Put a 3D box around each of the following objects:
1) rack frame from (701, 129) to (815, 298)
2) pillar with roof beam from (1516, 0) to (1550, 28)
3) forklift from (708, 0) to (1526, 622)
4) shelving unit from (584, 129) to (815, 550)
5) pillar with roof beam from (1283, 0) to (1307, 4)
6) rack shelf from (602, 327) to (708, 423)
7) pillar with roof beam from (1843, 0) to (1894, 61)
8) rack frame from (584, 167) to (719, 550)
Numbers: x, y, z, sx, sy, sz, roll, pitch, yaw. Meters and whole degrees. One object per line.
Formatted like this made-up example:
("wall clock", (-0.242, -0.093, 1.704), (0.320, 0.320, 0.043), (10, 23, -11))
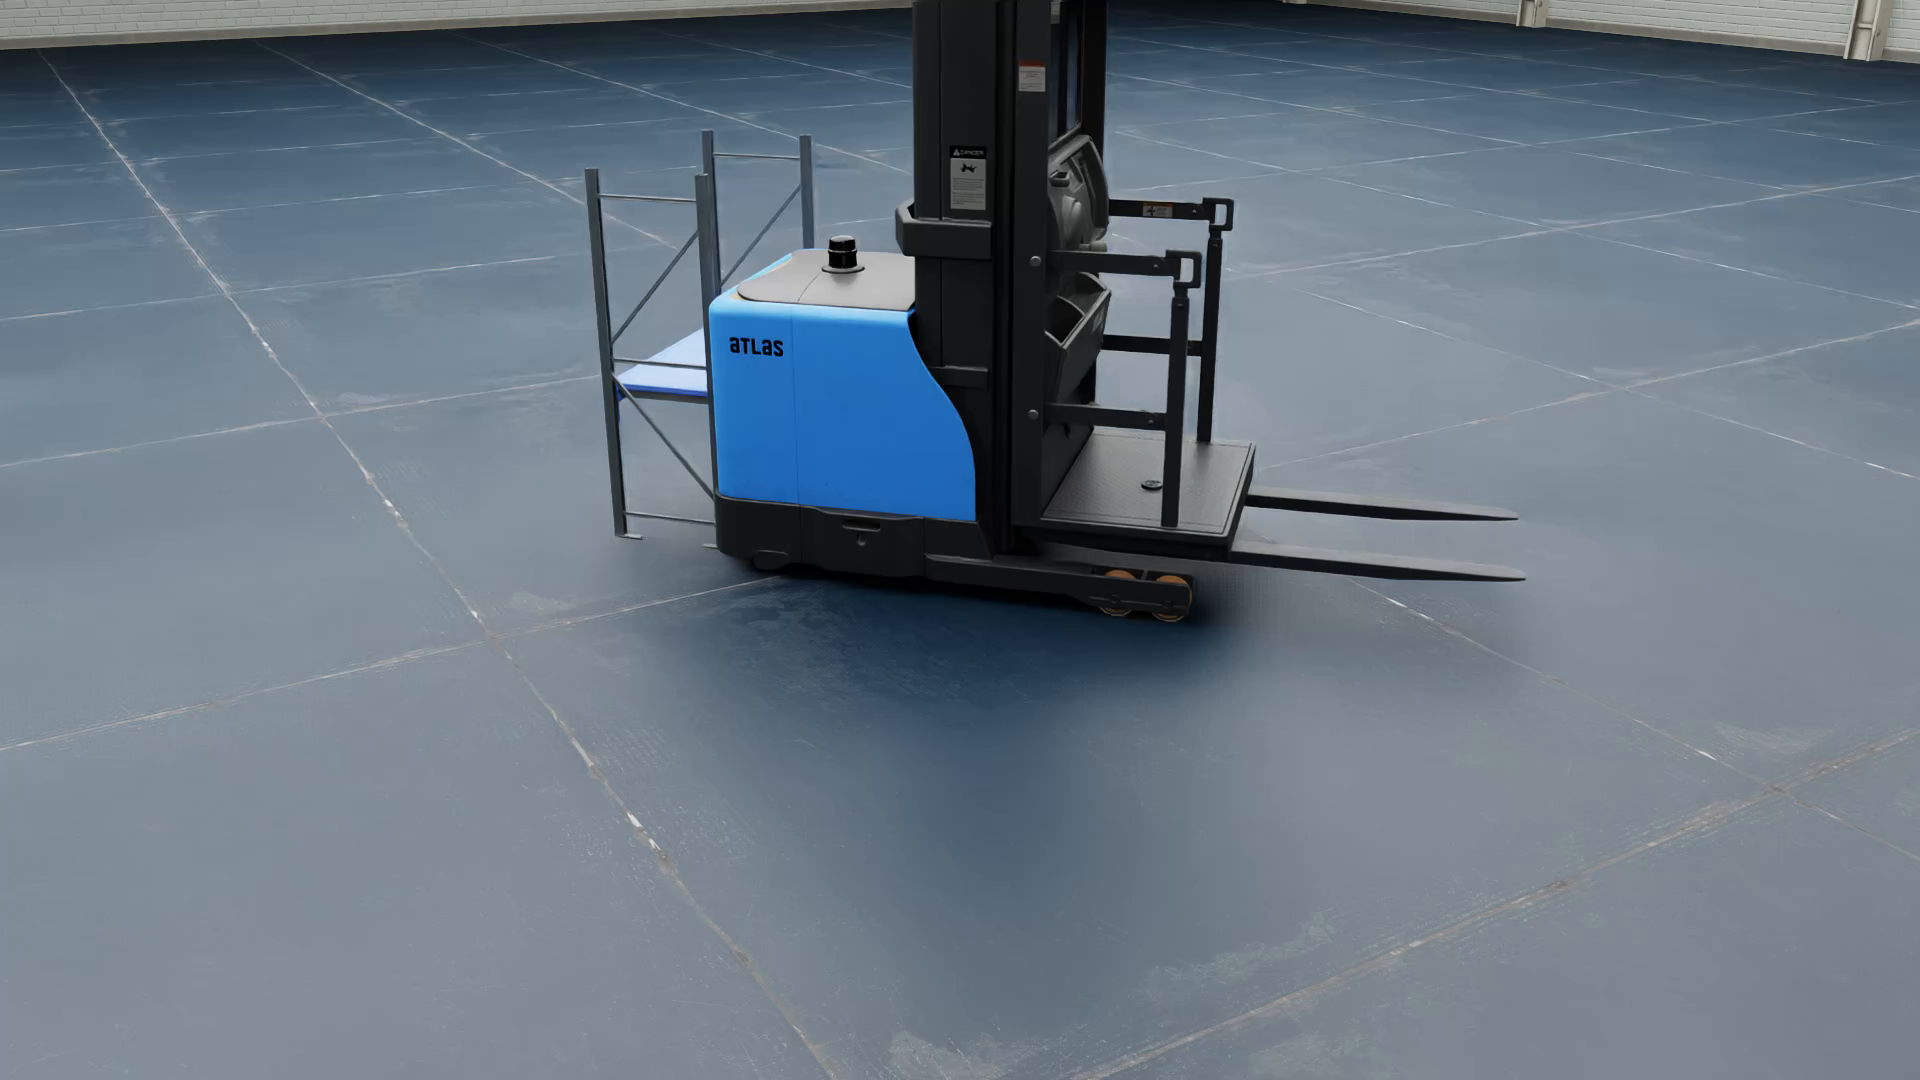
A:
("rack frame", (-0.875, -1.051, 7.406), (0.500, 1.500, 0.032), (7, 23, 16))
("pillar with roof beam", (6.047, -12.109, 24.651), (9.100, 9.000, 0.400), (-13, 25, -28))
("forklift", (0.623, -1.280, 6.069), (3.031, 2.935, 1.130), (6, 23, 14))
("shelving unit", (-1.026, -0.869, 6.957), (0.538, 1.500, 1.048), (7, 23, 16))
("pillar with roof beam", (2.982, -14.051, 29.430), (9.100, 9.000, 0.400), (-13, 25, -28))
("rack shelf", (-1.026, -0.702, 7.024), (0.538, 0.185, 1.000), (7, 23, 16))
("pillar with roof beam", (9.112, -10.166, 19.873), (9.100, 9.000, 0.400), (-13, 25, -28))
("rack frame", (-1.176, -0.686, 6.507), (0.500, 1.500, 0.032), (7, 23, 16))
